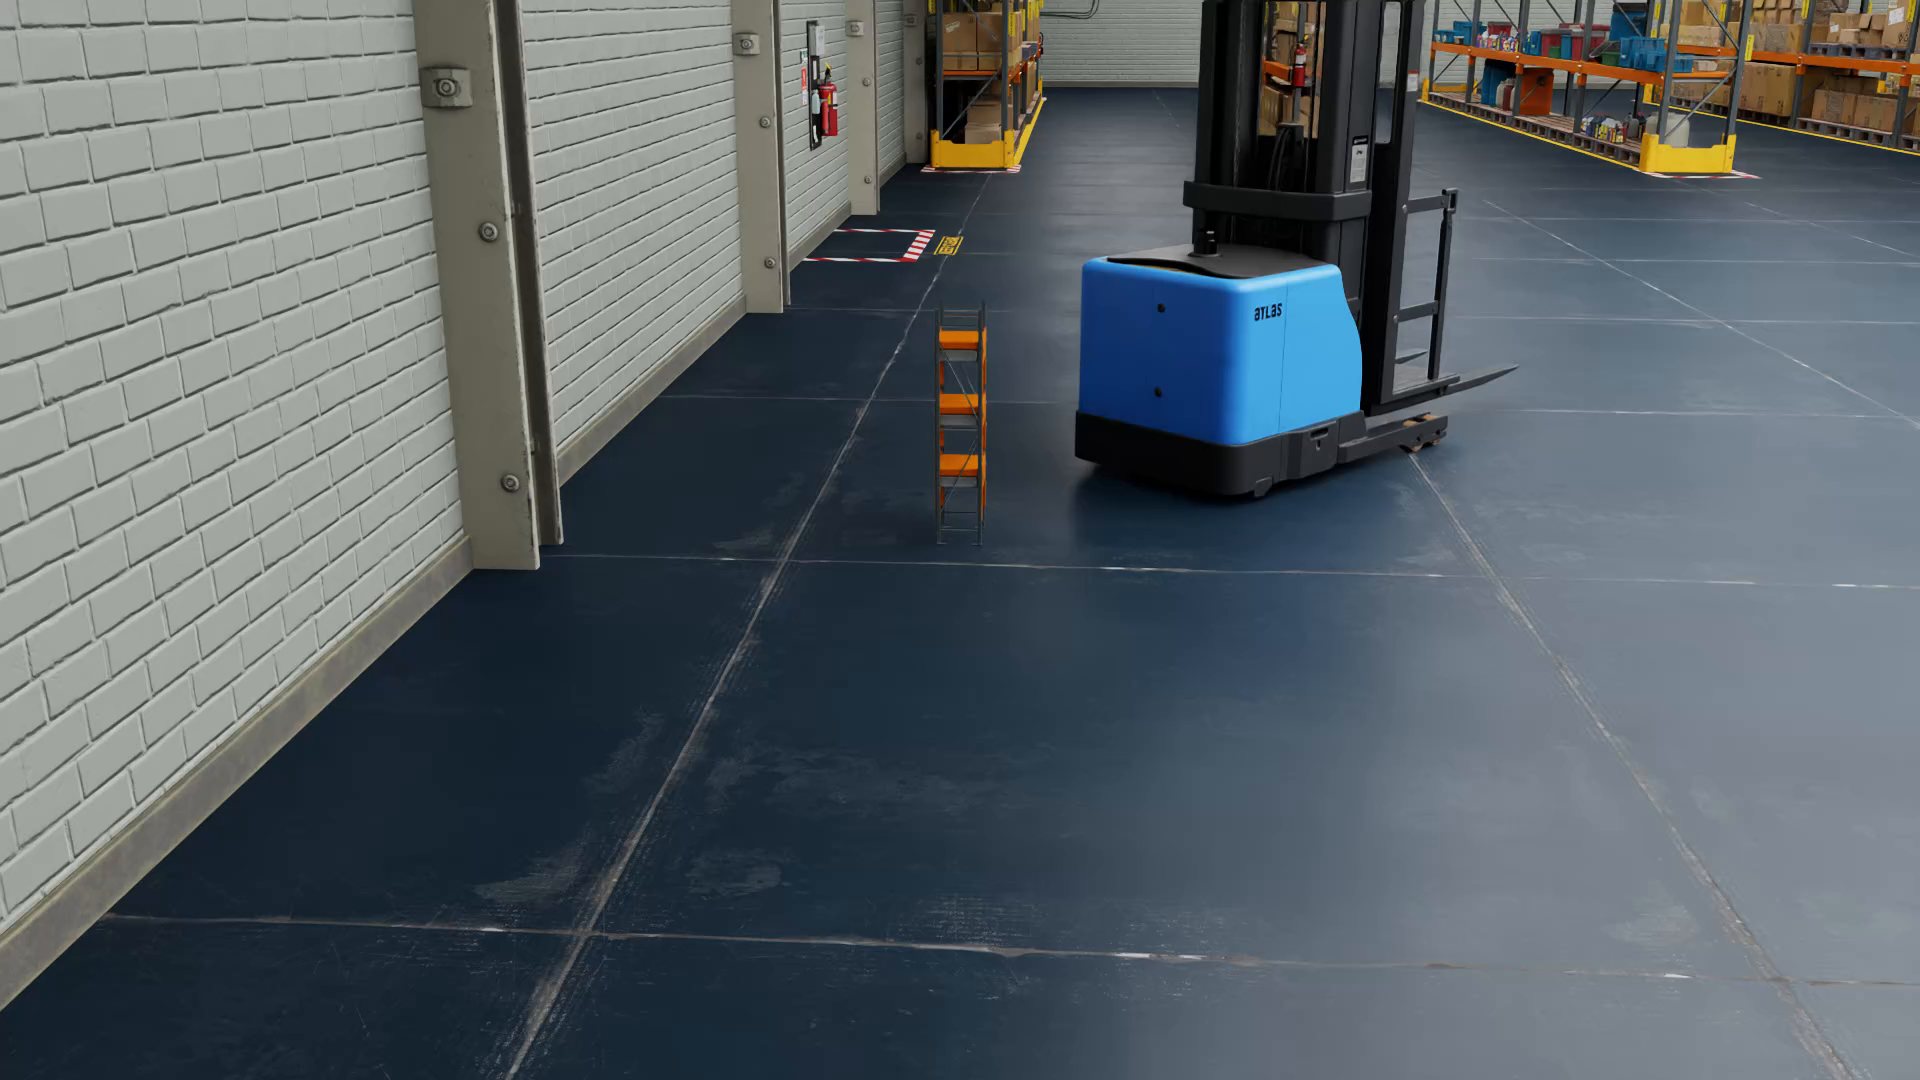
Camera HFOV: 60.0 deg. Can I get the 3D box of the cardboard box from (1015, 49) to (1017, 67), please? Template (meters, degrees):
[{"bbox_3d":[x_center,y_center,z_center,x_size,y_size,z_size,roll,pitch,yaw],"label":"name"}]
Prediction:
[{"bbox_3d":[0.587,-7.120,24.544,0.500,0.250,0.500,1,18,3],"label":"cardboard box"}]

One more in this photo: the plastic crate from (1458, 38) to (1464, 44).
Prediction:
[{"bbox_3d":[10.724,-10.475,34.919,0.437,0.125,0.590,1,18,4],"label":"plastic crate"}]

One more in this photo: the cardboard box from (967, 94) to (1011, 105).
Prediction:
[{"bbox_3d":[0.493,-7.210,27.918,0.700,0.500,0.500,2,18,6],"label":"cardboard box"}]

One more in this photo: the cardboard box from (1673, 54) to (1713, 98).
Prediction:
[{"bbox_3d":[16.107,-10.062,36.051,0.875,0.875,0.875,1,18,4],"label":"cardboard box"}]

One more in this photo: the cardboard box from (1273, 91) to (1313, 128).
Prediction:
[{"bbox_3d":[4.910,-6.342,24.496,0.500,0.500,0.500,1,18,4],"label":"cardboard box"}]

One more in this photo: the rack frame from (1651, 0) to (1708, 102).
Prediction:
[{"bbox_3d":[16.138,-11.355,37.260,1.000,3.000,0.127,1,18,4],"label":"rack frame"}]

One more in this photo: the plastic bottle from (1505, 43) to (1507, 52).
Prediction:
[{"bbox_3d":[10.306,-9.280,31.246,0.097,0.201,0.097,0,18,0],"label":"plastic bottle"}]

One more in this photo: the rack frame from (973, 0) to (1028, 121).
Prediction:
[{"bbox_3d":[0.743,-9.202,30.690,1.000,3.000,0.127,1,18,4],"label":"rack frame"}]

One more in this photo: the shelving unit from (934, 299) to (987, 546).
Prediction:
[{"bbox_3d":[0.004,-0.516,7.310,0.215,1.050,0.252,1,18,4],"label":"shelving unit"}]

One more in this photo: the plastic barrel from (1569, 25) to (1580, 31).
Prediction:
[{"bbox_3d":[10.764,-8.710,29.008,0.421,0.512,0.421,0,18,0],"label":"plastic barrel"}]

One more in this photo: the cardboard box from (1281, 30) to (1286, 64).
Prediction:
[{"bbox_3d":[5.341,-7.596,25.627,0.700,0.500,0.500,1,18,3],"label":"cardboard box"}]

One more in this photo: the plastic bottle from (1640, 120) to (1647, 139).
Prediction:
[{"bbox_3d":[10.421,-6.242,25.313,0.061,0.283,0.133,1,18,4],"label":"plastic bottle"}]

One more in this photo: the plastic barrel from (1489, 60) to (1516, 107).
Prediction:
[{"bbox_3d":[10.805,-9.037,32.882,0.600,0.901,0.708,1,18,4],"label":"plastic barrel"}]

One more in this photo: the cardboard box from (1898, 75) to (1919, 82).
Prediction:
[{"bbox_3d":[20.656,-10.022,36.139,0.380,0.149,0.250,1,18,4],"label":"cardboard box"}]

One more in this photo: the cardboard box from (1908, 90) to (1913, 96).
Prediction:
[{"bbox_3d":[20.646,-9.665,36.006,0.380,0.149,0.250,2,18,5],"label":"cardboard box"}]

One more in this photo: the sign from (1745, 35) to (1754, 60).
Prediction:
[{"bbox_3d":[10.600,-6.614,22.347,0.100,0.325,0.005,1,18,4],"label":"sign"}]

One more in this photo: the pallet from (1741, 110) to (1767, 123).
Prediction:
[{"bbox_3d":[15.787,-8.167,32.007,1.003,0.211,1.213,1,18,4],"label":"pallet"}]

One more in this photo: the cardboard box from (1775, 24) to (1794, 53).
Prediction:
[{"bbox_3d":[15.395,-9.232,30.619,0.500,0.500,0.500,1,18,3],"label":"cardboard box"}]

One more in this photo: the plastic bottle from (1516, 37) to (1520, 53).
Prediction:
[{"bbox_3d":[10.228,-9.061,30.445,0.061,0.283,0.133,1,18,4],"label":"plastic bottle"}]

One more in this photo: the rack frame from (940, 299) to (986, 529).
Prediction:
[{"bbox_3d":[0.013,-0.553,7.426,0.200,1.050,0.008,1,18,4],"label":"rack frame"}]

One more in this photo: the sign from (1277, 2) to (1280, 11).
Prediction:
[{"bbox_3d":[6.525,-10.874,33.932,0.100,0.325,0.005,1,18,4],"label":"sign"}]

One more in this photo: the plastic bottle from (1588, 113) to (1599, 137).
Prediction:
[{"bbox_3d":[9.866,-6.448,25.831,0.144,0.351,0.185,2,18,5],"label":"plastic bottle"}]

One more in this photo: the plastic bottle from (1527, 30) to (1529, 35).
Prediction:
[{"bbox_3d":[11.159,-9.850,32.745,0.144,0.351,0.185,1,18,4],"label":"plastic bottle"}]

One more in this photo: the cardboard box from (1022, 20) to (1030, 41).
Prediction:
[{"bbox_3d":[1.033,-9.546,31.068,0.500,0.500,0.500,2,18,6],"label":"cardboard box"}]

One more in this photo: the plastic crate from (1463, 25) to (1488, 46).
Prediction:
[{"bbox_3d":[10.605,-10.397,34.265,0.392,0.384,0.575,1,18,4],"label":"plastic crate"}]

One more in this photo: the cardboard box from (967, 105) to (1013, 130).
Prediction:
[{"bbox_3d":[0.452,-6.356,25.310,0.700,0.500,0.500,0,18,0],"label":"cardboard box"}]

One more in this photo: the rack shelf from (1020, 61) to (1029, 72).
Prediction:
[{"bbox_3d":[0.600,-8.239,28.906,1.077,0.370,4.000,1,18,4],"label":"rack shelf"}]

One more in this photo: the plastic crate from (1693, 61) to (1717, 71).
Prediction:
[{"bbox_3d":[10.436,-6.642,23.299,0.298,0.136,0.250,1,18,4],"label":"plastic crate"}]

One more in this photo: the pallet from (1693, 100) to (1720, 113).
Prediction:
[{"bbox_3d":[15.984,-9.022,34.618,1.003,0.211,1.213,1,18,4],"label":"pallet"}]

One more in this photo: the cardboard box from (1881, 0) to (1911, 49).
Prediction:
[{"bbox_3d":[15.475,-8.357,26.471,1.000,1.000,1.000,1,18,4],"label":"cardboard box"}]

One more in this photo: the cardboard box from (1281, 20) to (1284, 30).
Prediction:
[{"bbox_3d":[5.133,-7.888,25.475,0.380,0.149,0.250,1,18,3],"label":"cardboard box"}]

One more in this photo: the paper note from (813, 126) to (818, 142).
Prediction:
[{"bbox_3d":[-1.370,-3.852,15.777,0.016,0.148,0.142,1,18,4],"label":"paper note"}]

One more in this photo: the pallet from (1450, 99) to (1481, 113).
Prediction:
[{"bbox_3d":[10.926,-9.128,34.940,1.003,0.211,1.213,1,18,4],"label":"pallet"}]

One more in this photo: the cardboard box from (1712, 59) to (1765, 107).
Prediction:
[{"bbox_3d":[15.826,-9.104,33.126,1.225,0.875,0.875,1,18,4],"label":"cardboard box"}]

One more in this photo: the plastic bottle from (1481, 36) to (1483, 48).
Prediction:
[{"bbox_3d":[10.453,-9.950,33.178,0.097,0.271,0.097,0,18,0],"label":"plastic bottle"}]

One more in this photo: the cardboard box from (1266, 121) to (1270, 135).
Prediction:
[{"bbox_3d":[4.980,-6.296,25.561,0.500,0.250,0.500,1,18,4],"label":"cardboard box"}]

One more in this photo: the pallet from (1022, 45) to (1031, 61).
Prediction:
[{"bbox_3d":[0.656,-8.103,27.643,1.003,0.211,1.213,1,18,4],"label":"pallet"}]

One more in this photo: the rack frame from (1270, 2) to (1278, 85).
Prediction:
[{"bbox_3d":[5.684,-9.093,30.356,1.000,3.000,0.127,1,18,4],"label":"rack frame"}]

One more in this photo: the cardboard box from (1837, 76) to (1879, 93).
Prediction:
[{"bbox_3d":[15.519,-7.874,28.741,0.500,0.250,0.500,3,18,10],"label":"cardboard box"}]

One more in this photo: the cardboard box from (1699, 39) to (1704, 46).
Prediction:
[{"bbox_3d":[15.602,-10.335,34.550,0.380,0.149,0.250,2,18,5],"label":"cardboard box"}]

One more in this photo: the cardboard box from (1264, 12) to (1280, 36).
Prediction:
[{"bbox_3d":[5.617,-9.538,30.879,0.700,0.500,0.500,-5,19,-15],"label":"cardboard box"}]

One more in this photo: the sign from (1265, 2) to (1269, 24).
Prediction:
[{"bbox_3d":[4.856,-8.372,26.424,0.100,0.325,0.005,1,18,4],"label":"sign"}]

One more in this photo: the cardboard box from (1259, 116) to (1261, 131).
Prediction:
[{"bbox_3d":[5.138,-6.879,27.340,0.500,0.250,0.500,1,18,3],"label":"cardboard box"}]

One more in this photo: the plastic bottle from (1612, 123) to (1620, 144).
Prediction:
[{"bbox_3d":[9.736,-6.032,24.669,0.061,0.283,0.133,2,18,5],"label":"plastic bottle"}]

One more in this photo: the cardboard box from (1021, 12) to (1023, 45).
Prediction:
[{"bbox_3d":[0.731,-8.101,26.333,0.500,0.500,0.500,1,18,4],"label":"cardboard box"}]

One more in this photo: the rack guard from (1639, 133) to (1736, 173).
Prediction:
[{"bbox_3d":[10.010,-5.333,22.897,1.175,0.500,0.348,1,18,4],"label":"rack guard"}]

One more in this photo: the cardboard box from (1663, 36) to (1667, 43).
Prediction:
[{"bbox_3d":[15.767,-11.053,36.742,0.380,0.149,0.250,1,18,3],"label":"cardboard box"}]

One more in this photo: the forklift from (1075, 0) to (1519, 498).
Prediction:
[{"bbox_3d":[1.998,-1.966,8.716,3.031,2.935,1.130,-17,24,-41],"label":"forklift"}]

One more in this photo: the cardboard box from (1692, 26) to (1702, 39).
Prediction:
[{"bbox_3d":[15.693,-10.645,34.857,0.500,0.250,0.500,2,18,5],"label":"cardboard box"}]

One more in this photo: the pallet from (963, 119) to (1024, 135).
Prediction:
[{"bbox_3d":[0.596,-7.257,29.230,1.003,0.211,1.213,1,18,4],"label":"pallet"}]

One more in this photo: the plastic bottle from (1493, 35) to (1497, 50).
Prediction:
[{"bbox_3d":[10.380,-9.632,32.208,0.097,0.271,0.097,0,18,0],"label":"plastic bottle"}]
